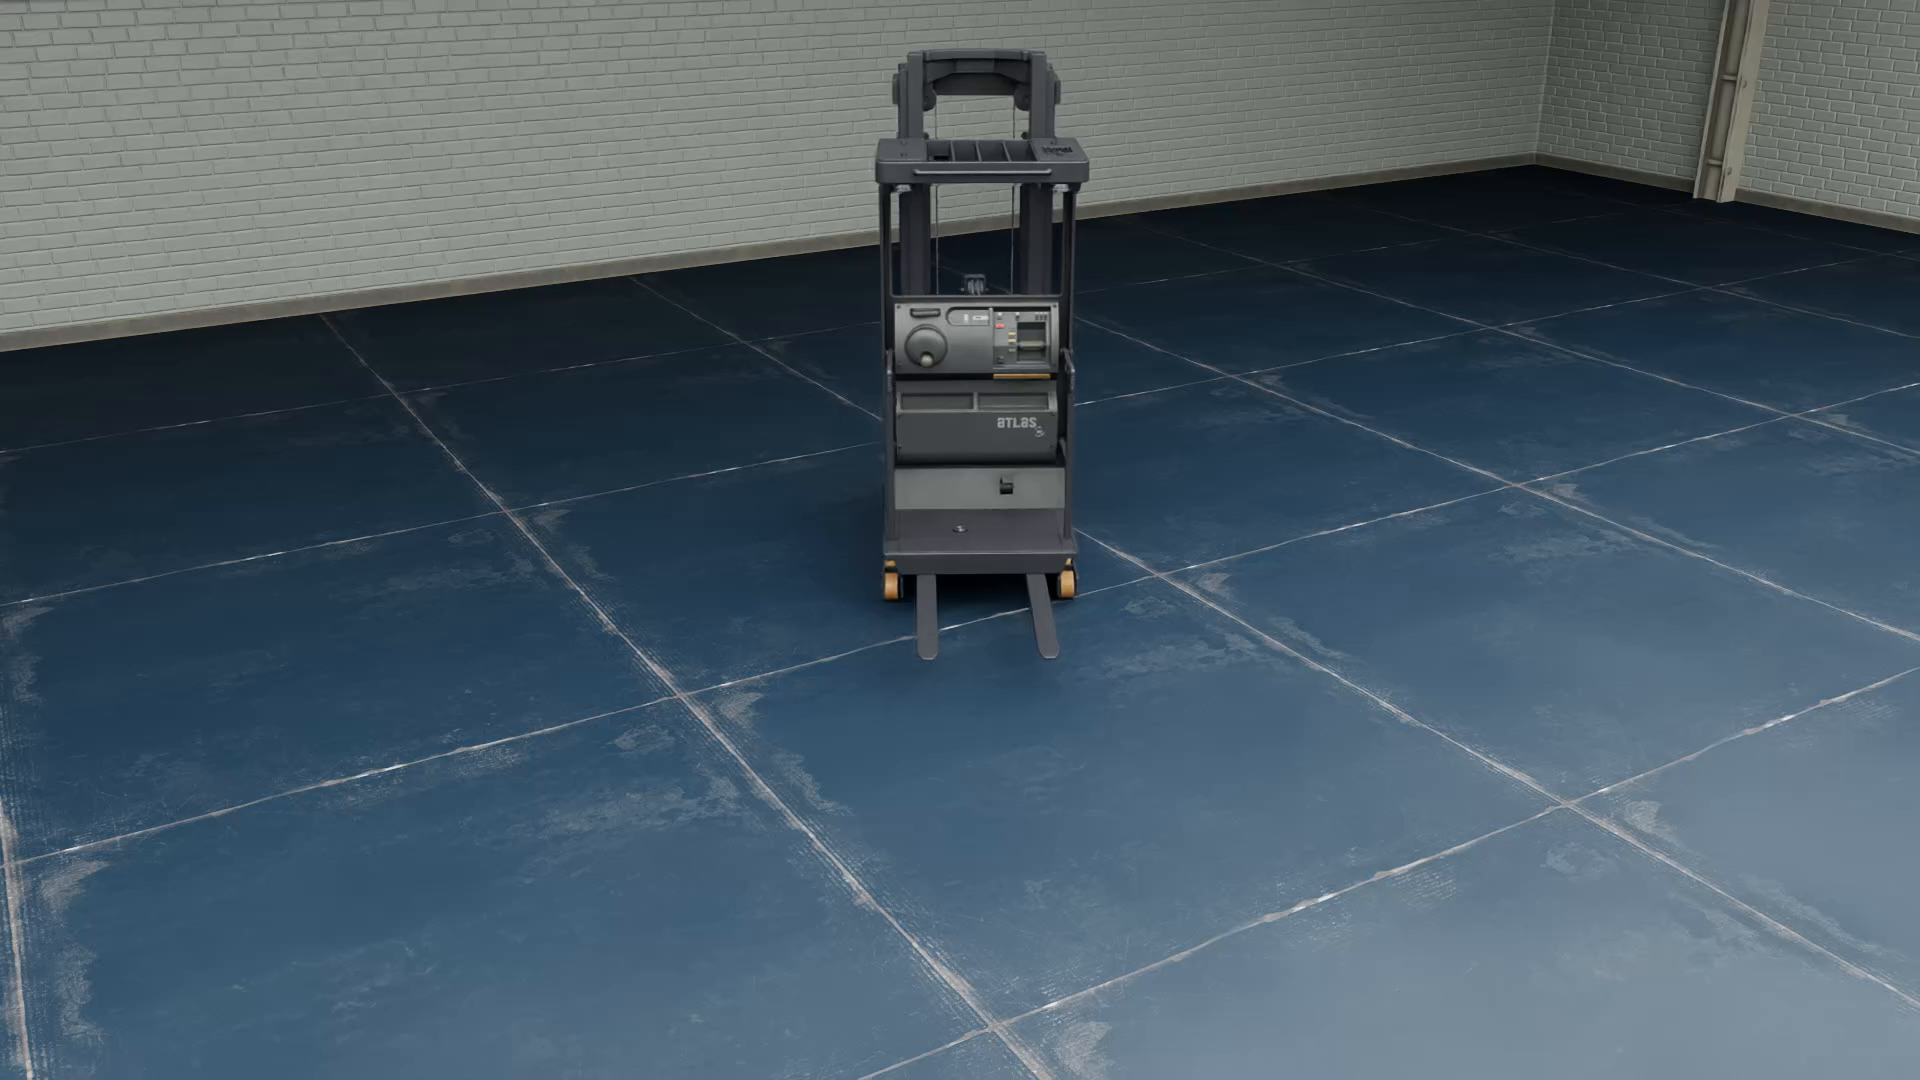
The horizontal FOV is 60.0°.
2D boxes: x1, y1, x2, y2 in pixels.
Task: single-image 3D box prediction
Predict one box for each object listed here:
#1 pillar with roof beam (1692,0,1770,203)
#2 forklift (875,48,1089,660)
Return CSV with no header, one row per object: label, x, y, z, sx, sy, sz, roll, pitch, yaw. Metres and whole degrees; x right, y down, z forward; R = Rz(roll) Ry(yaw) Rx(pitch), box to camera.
pillar with roof beam,5.735,-7.611,17.085,9.100,9.000,0.400,-13,25,-28
forklift,0.103,-1.132,9.204,1.130,2.935,3.031,-1,22,-1
